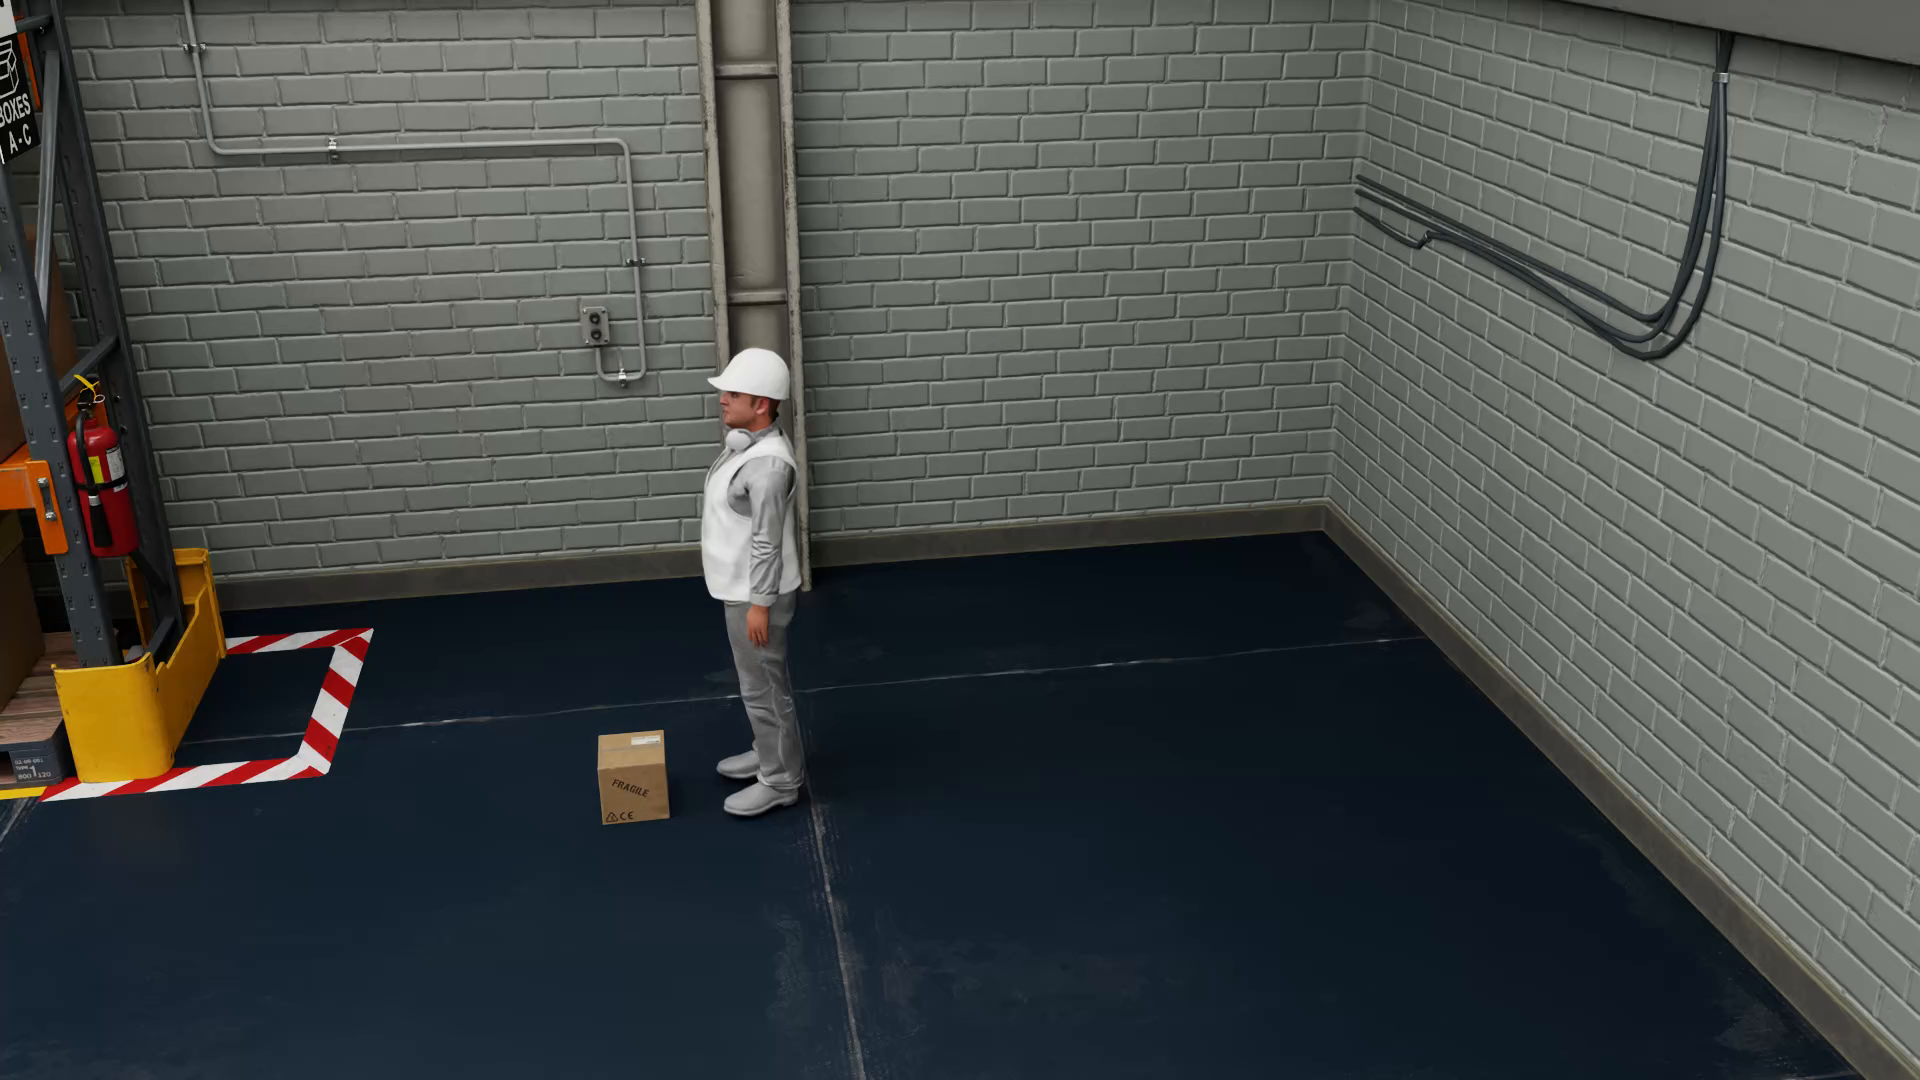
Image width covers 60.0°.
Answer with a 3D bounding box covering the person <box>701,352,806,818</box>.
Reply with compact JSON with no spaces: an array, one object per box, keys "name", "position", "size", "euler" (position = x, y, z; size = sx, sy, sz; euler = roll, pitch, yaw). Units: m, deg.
[{"name":"person","position":[-0.767,0.169,6.143],"size":[0.356,1.771,0.530],"euler":[-4,23,-8]}]
